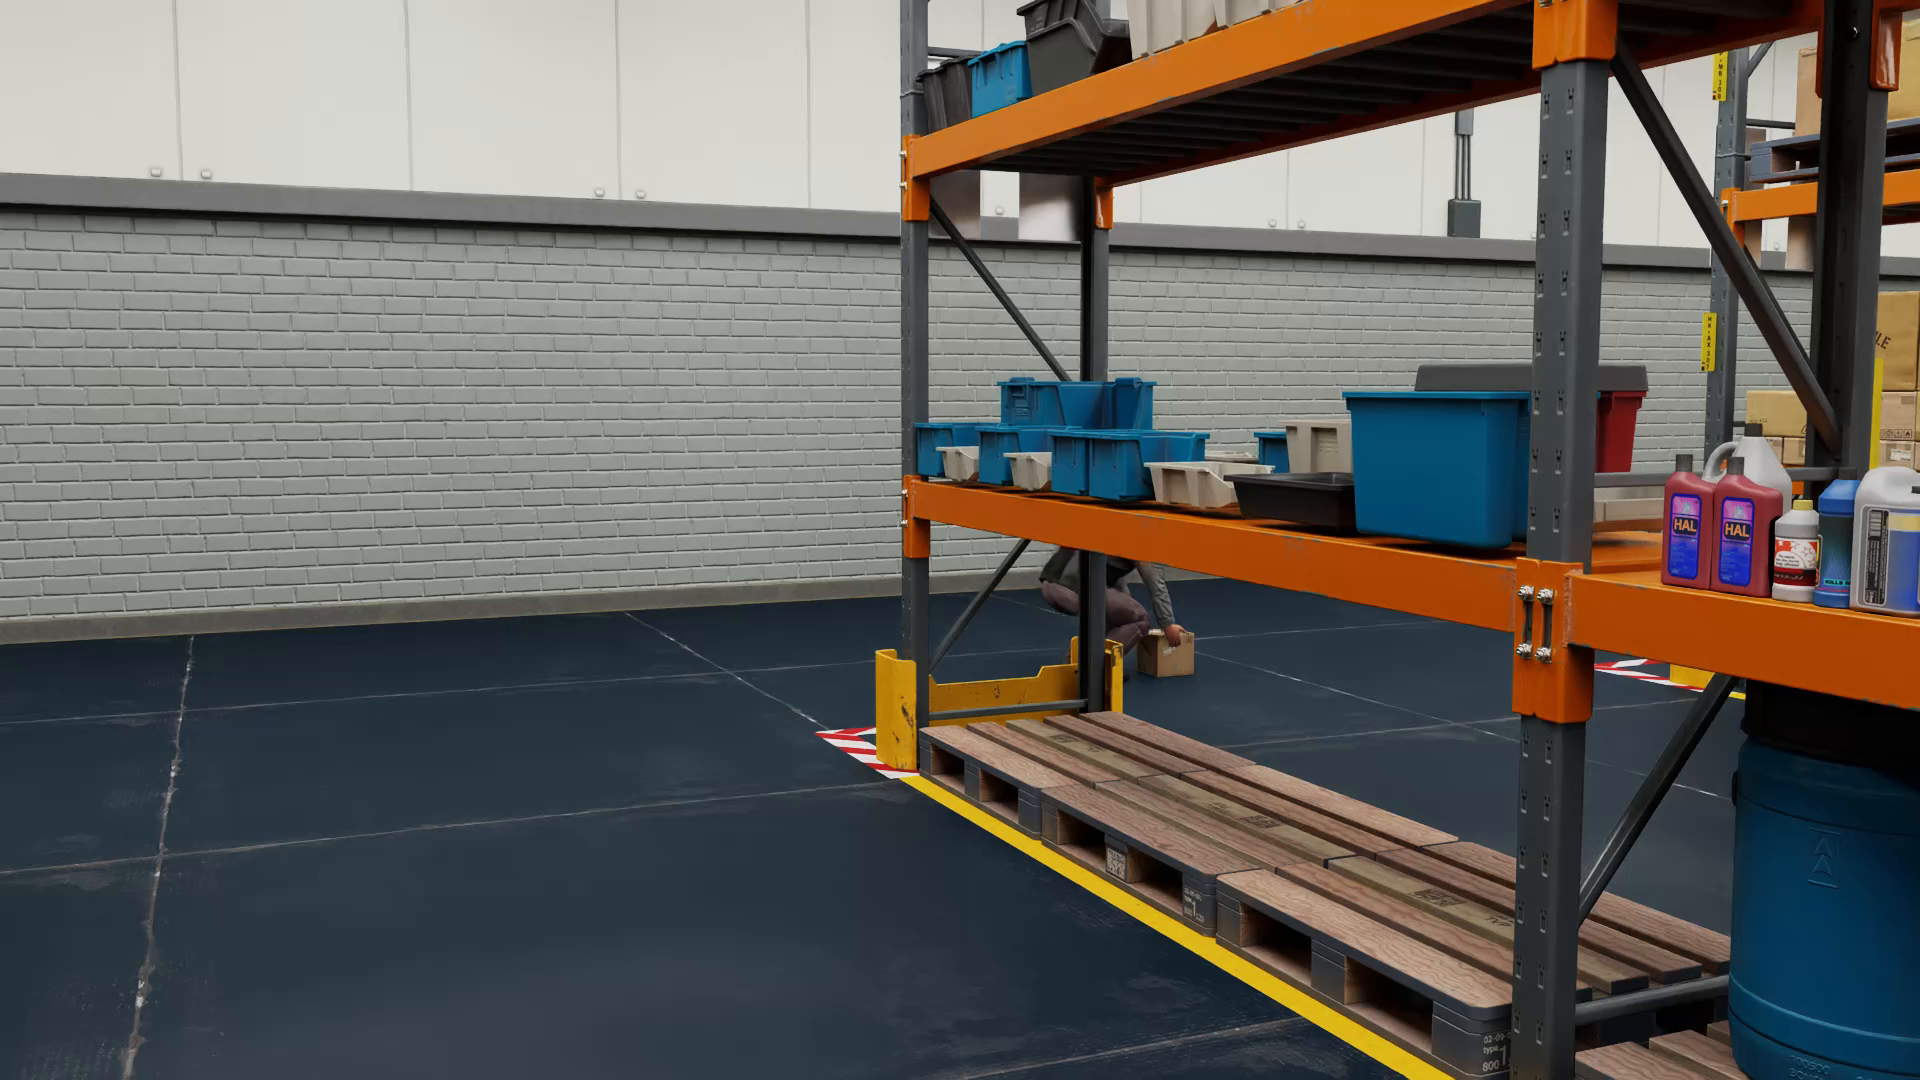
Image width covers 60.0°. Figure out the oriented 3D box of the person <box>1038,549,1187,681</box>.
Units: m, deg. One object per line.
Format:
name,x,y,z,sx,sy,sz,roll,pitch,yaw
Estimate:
person,0.882,0.315,9.873,0.853,1.008,0.553,-2,6,-24
